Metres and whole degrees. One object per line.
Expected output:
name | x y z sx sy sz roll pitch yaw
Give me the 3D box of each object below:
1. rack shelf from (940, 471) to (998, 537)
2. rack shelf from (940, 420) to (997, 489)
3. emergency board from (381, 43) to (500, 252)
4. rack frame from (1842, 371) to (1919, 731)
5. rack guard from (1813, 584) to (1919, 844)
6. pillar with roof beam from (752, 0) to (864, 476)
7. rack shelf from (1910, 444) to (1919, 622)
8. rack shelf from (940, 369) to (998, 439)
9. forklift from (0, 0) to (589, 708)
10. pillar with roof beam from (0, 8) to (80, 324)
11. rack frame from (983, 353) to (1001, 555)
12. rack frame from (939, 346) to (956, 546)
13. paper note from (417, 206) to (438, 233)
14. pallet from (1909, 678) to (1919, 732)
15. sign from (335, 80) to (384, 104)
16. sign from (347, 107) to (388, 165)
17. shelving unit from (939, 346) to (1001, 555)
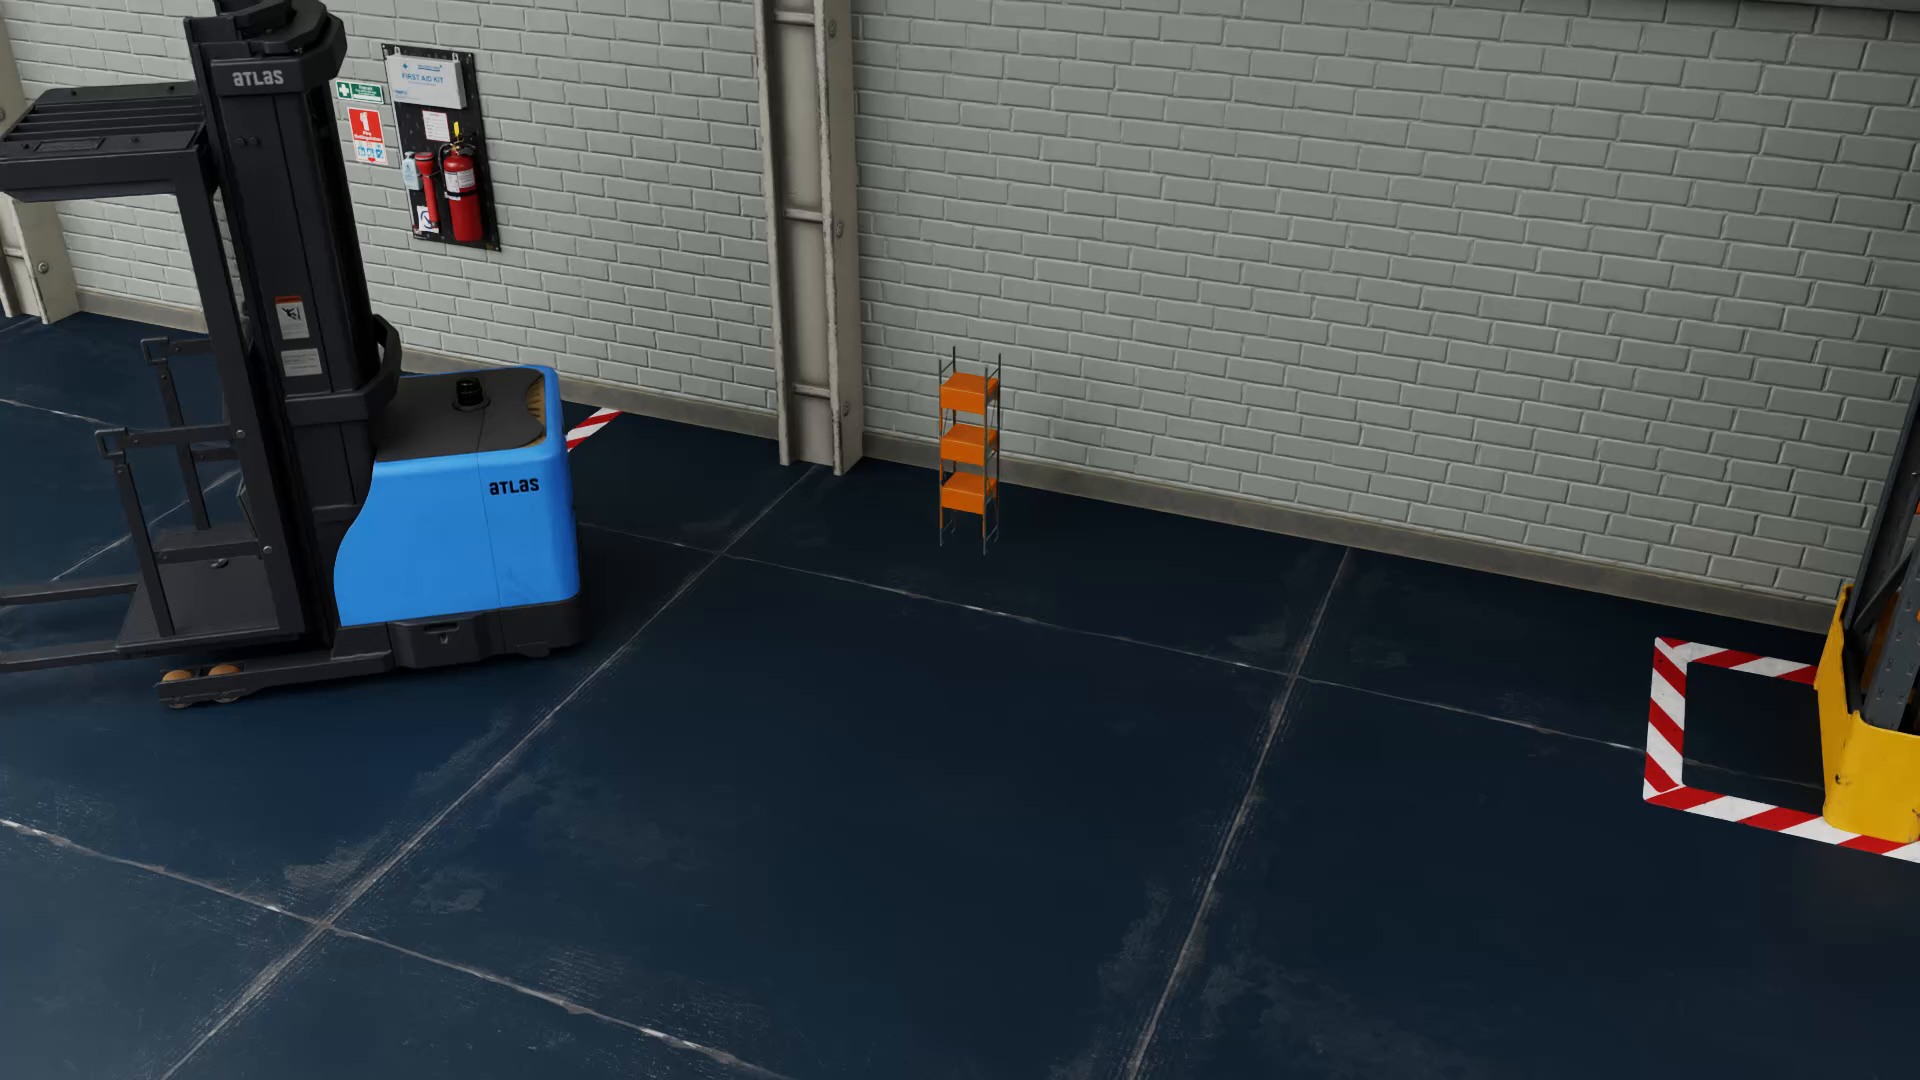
rack shelf | 0.050 -0.196 8.616 0.240 0.259 0.215 11 31 19
rack shelf | 0.050 -0.438 8.479 0.240 0.259 0.215 11 31 19
emergency board | -3.067 -2.249 9.681 0.643 1.169 0.194 11 31 19
rack frame | 3.795 -0.400 6.409 0.127 3.000 1.000 11 31 19
rack guard | 3.865 0.703 6.999 0.348 0.500 1.175 11 31 19
pillar with roof beam | -2.410 -2.423 3.892 0.400 9.000 9.100 11 31 19
rack shelf | 5.648 0.283 5.931 4.000 0.370 1.077 11 31 19
rack shelf | 0.050 -0.685 8.340 0.240 0.259 0.215 11 31 19
forklift | -3.322 -0.812 7.208 3.031 2.935 1.130 -7 30 -11
pillar with roof beam | -7.969 -3.533 5.856 0.400 9.000 9.100 11 31 19
rack frame | 0.163 -0.425 8.434 0.008 1.050 0.200 11 31 19
rack frame | -0.063 -0.470 8.514 0.008 1.050 0.200 11 31 19
paper note | -3.205 -1.930 10.011 0.142 0.148 0.016 11 31 19
pallet | 4.605 0.995 6.776 1.213 0.211 1.003 11 31 19
sign | -3.539 -2.640 9.797 0.331 0.109 0.001 11 31 19
sign | -3.540 -2.414 9.936 0.234 0.329 0.001 11 31 19
shelving unit | 0.050 -0.447 8.474 0.252 1.050 0.215 11 31 19
